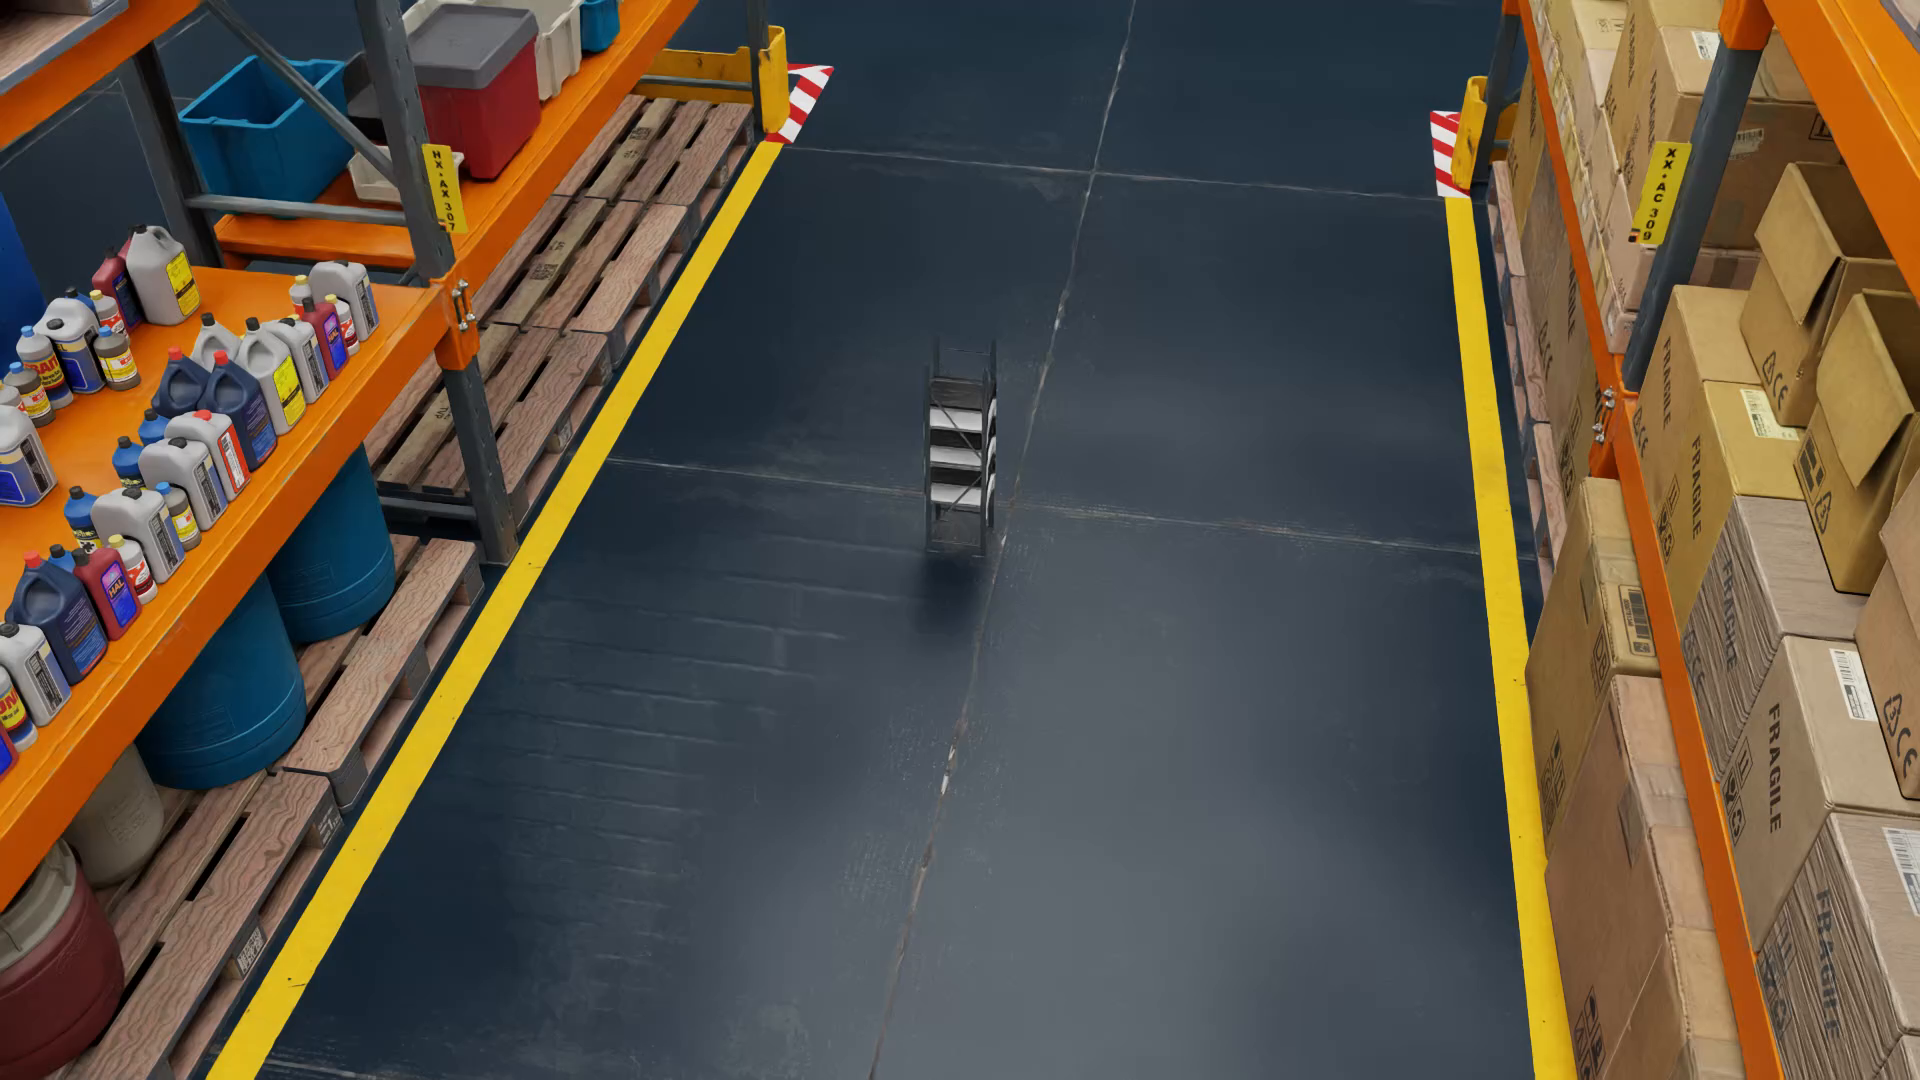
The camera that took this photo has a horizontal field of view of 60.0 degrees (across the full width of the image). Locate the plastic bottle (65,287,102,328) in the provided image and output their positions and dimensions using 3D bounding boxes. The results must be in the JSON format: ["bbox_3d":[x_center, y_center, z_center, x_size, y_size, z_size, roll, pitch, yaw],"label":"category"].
[{"bbox_3d":[-2.803,-0.686,5.326,0.097,0.271,0.097,0,40,0],"label":"plastic bottle"}]

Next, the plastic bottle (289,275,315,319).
[{"bbox_3d":[-2.154,-0.780,5.495,0.097,0.201,0.097,0,40,0],"label":"plastic bottle"}]

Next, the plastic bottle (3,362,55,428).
[{"bbox_3d":[-2.860,-0.452,5.099,0.097,0.201,0.097,0,40,0],"label":"plastic bottle"}]

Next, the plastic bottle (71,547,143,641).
[{"bbox_3d":[-2.236,0.116,4.347,0.061,0.283,0.133,6,40,8],"label":"plastic bottle"}]

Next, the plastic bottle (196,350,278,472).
[{"bbox_3d":[-2.146,-0.390,4.906,0.144,0.351,0.185,6,40,8],"label":"plastic bottle"}]

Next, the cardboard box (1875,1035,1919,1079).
[{"bbox_3d":[1.842,1.231,2.828,0.500,0.500,0.500,6,40,7],"label":"cardboard box"}]

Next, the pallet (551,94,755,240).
[{"bbox_3d":[-1.766,-2.060,9.076,1.003,0.211,1.213,6,40,8],"label":"pallet"}]

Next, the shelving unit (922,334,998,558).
[{"bbox_3d":[0.001,-0.352,6.469,0.258,0.900,0.210,6,40,8],"label":"shelving unit"}]

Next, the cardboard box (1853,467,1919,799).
[{"bbox_3d":[2.276,0.206,3.281,0.797,0.503,0.637,8,40,9],"label":"cardboard box"}]

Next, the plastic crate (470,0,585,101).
[{"bbox_3d":[-1.832,-2.053,6.925,0.437,0.282,0.530,6,40,8],"label":"plastic crate"}]

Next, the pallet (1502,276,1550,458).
[{"bbox_3d":[3.018,-0.753,7.495,1.003,0.211,1.213,6,40,8],"label":"pallet"}]

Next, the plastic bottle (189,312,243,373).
[{"bbox_3d":[-2.256,-0.521,5.065,0.144,0.351,0.185,6,40,8],"label":"plastic bottle"}]

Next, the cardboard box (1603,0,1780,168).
[{"bbox_3d":[2.508,-1.569,5.590,0.500,0.500,0.500,7,40,8],"label":"cardboard box"}]

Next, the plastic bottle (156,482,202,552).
[{"bbox_3d":[-2.194,-0.072,4.639,0.097,0.201,0.097,0,40,0],"label":"plastic bottle"}]

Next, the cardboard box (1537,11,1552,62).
[{"bbox_3d":[2.730,-2.173,7.222,0.380,0.149,0.250,6,40,7],"label":"cardboard box"}]

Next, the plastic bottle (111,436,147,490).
[{"bbox_3d":[-2.327,-0.177,4.711,0.097,0.271,0.097,0,40,0],"label":"plastic bottle"}]

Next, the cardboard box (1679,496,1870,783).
[{"bbox_3d":[2.102,0.261,4.002,0.500,0.500,0.500,6,40,7],"label":"cardboard box"}]

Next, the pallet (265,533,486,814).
[{"bbox_3d":[-2.452,0.417,6.080,1.003,0.211,1.213,6,40,8],"label":"pallet"}]

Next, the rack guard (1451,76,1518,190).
[{"bbox_3d":[3.297,-2.153,8.962,1.175,0.500,0.348,6,40,8],"label":"rack guard"}]

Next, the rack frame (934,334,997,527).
[{"bbox_3d":[0.019,-0.416,6.547,0.240,0.900,0.006,6,40,8],"label":"rack frame"}]

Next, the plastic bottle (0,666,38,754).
[{"bbox_3d":[-2.330,0.392,4.023,0.097,0.271,0.097,0,40,0],"label":"plastic bottle"}]

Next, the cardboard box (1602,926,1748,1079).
[{"bbox_3d":[2.210,1.587,3.815,1.225,0.875,0.875,7,40,8],"label":"cardboard box"}]

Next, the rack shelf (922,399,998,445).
[{"bbox_3d":[0.001,-0.465,6.376,0.258,0.077,0.200,6,40,8],"label":"rack shelf"}]

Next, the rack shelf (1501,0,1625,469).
[{"bbox_3d":[2.947,-1.569,6.859,1.077,0.370,4.000,6,40,8],"label":"rack shelf"}]

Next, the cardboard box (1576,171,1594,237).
[{"bbox_3d":[2.464,-1.206,6.052,0.380,0.149,0.250,7,40,9],"label":"cardboard box"}]

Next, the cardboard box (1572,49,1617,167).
[{"bbox_3d":[2.594,-1.600,6.215,0.500,0.250,0.500,7,40,9],"label":"cardboard box"}]

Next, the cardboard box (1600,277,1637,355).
[{"bbox_3d":[2.331,-0.722,5.466,0.380,0.149,0.250,7,40,8],"label":"cardboard box"}]

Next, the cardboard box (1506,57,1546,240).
[{"bbox_3d":[3.261,-2.034,8.194,0.875,0.875,0.875,6,40,8],"label":"cardboard box"}]

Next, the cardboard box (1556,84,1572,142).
[{"bbox_3d":[2.598,-1.688,6.635,0.380,0.149,0.250,7,40,8],"label":"cardboard box"}]

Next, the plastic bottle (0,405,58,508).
[{"bbox_3d":[-2.743,-0.243,4.788,0.152,0.276,0.135,6,40,8],"label":"plastic bottle"}]

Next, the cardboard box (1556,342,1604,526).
[{"bbox_3d":[2.794,-0.340,6.145,0.875,0.875,0.875,6,40,8],"label":"cardboard box"}]

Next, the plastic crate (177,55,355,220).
[{"bbox_3d":[-2.533,-1.485,6.158,0.392,0.384,0.575,6,40,8],"label":"plastic crate"}]

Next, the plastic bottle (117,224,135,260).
[{"bbox_3d":[-2.761,-0.909,5.588,0.061,0.283,0.133,6,40,8],"label":"plastic bottle"}]

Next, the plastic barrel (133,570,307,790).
[{"bbox_3d":[-2.511,0.293,5.358,0.600,0.901,0.708,6,40,8],"label":"plastic barrel"}]

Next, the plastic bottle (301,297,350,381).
[{"bbox_3d":[-2.023,-0.659,5.285,0.061,0.283,0.133,6,40,8],"label":"plastic bottle"}]

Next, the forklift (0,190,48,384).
[{"bbox_3d":[-5.406,-1.381,6.120,3.031,2.935,1.130,-6,40,-7],"label":"forklift"}]

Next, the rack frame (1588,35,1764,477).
[{"bbox_3d":[2.601,-0.591,5.111,1.000,3.000,0.127,6,40,8],"label":"rack frame"}]

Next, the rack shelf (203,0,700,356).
[{"bbox_3d":[-1.932,-2.115,7.519,1.077,0.370,4.000,6,40,8],"label":"rack shelf"}]

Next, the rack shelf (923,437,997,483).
[{"bbox_3d":[0.001,-0.326,6.491,0.258,0.077,0.200,6,40,8],"label":"rack shelf"}]
